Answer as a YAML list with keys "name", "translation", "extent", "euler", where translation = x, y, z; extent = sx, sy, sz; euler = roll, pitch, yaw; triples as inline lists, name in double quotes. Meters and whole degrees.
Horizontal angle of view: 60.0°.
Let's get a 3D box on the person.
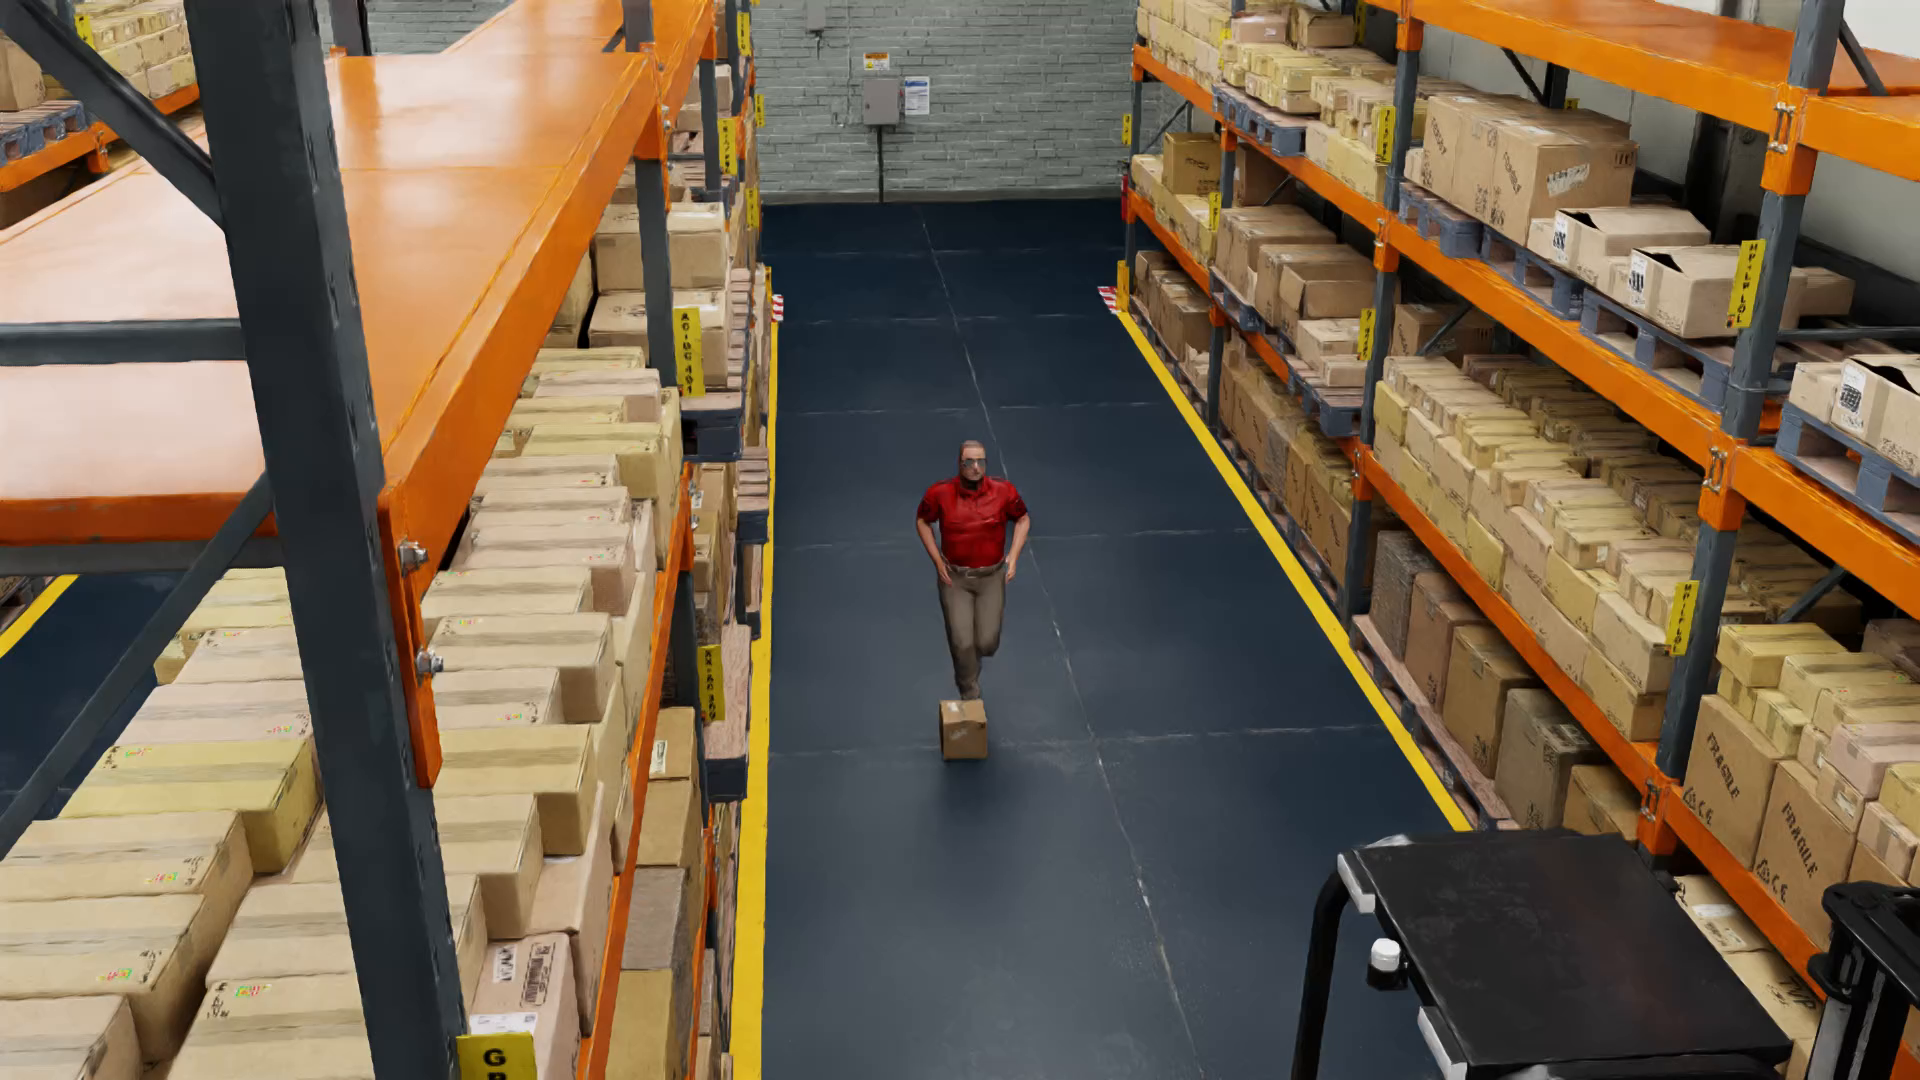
- name: "person"
  translation: [0.080, 0.207, 9.905]
  extent: [0.678, 1.693, 0.660]
  euler: [-1, 24, -3]
